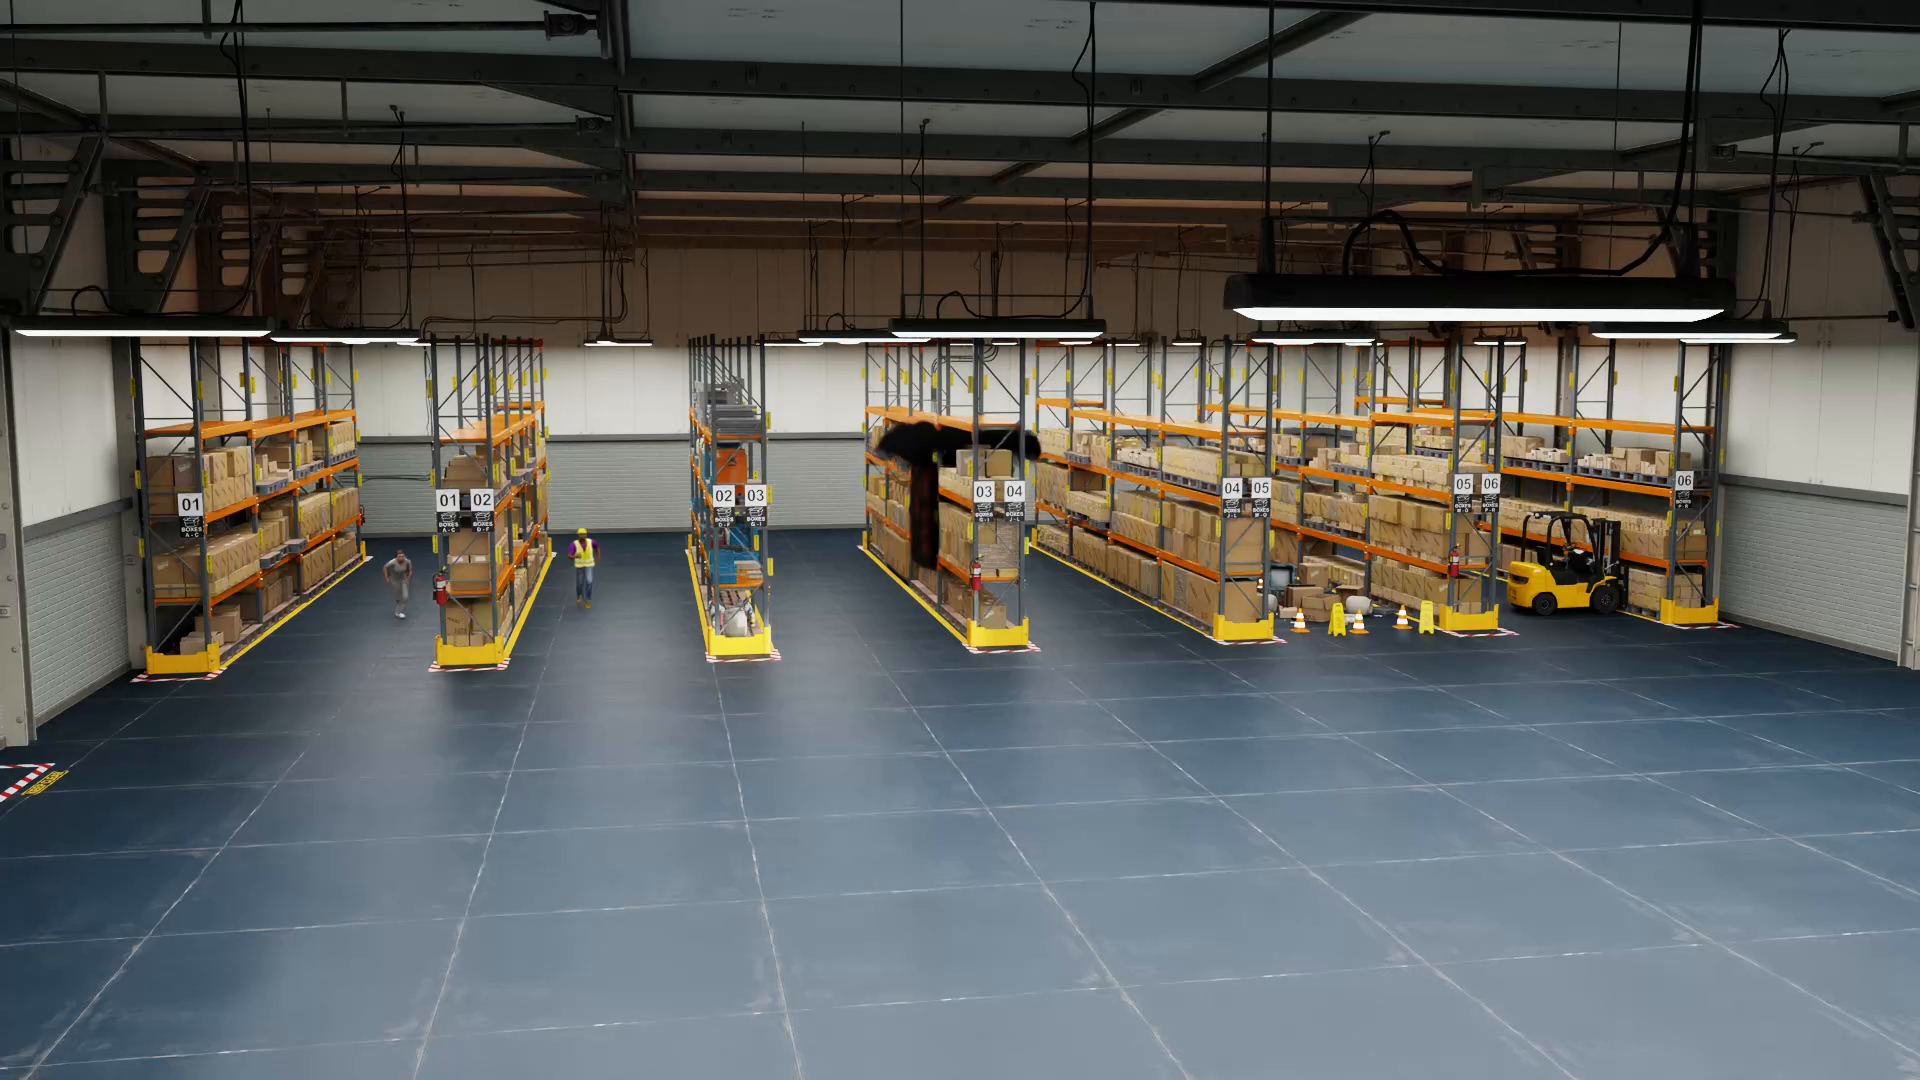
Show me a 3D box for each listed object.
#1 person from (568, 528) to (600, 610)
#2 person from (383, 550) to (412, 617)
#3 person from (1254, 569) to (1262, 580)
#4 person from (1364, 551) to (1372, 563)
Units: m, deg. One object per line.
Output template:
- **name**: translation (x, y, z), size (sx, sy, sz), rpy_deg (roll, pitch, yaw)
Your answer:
- **person**: translation (-8.344, 0.624, 36.923), size (0.688, 1.812, 0.912), rpy_deg (-1, 7, -12)
- **person**: translation (-12.040, 0.923, 35.612), size (0.581, 1.494, 0.826), rpy_deg (-3, 7, -26)
- **person**: translation (7.176, 0.185, 41.213), size (0.576, 1.552, 0.816), rpy_deg (-4, 8, -30)
- **person**: translation (10.836, -0.032, 43.319), size (0.601, 1.636, 0.923), rpy_deg (-2, 7, -21)
